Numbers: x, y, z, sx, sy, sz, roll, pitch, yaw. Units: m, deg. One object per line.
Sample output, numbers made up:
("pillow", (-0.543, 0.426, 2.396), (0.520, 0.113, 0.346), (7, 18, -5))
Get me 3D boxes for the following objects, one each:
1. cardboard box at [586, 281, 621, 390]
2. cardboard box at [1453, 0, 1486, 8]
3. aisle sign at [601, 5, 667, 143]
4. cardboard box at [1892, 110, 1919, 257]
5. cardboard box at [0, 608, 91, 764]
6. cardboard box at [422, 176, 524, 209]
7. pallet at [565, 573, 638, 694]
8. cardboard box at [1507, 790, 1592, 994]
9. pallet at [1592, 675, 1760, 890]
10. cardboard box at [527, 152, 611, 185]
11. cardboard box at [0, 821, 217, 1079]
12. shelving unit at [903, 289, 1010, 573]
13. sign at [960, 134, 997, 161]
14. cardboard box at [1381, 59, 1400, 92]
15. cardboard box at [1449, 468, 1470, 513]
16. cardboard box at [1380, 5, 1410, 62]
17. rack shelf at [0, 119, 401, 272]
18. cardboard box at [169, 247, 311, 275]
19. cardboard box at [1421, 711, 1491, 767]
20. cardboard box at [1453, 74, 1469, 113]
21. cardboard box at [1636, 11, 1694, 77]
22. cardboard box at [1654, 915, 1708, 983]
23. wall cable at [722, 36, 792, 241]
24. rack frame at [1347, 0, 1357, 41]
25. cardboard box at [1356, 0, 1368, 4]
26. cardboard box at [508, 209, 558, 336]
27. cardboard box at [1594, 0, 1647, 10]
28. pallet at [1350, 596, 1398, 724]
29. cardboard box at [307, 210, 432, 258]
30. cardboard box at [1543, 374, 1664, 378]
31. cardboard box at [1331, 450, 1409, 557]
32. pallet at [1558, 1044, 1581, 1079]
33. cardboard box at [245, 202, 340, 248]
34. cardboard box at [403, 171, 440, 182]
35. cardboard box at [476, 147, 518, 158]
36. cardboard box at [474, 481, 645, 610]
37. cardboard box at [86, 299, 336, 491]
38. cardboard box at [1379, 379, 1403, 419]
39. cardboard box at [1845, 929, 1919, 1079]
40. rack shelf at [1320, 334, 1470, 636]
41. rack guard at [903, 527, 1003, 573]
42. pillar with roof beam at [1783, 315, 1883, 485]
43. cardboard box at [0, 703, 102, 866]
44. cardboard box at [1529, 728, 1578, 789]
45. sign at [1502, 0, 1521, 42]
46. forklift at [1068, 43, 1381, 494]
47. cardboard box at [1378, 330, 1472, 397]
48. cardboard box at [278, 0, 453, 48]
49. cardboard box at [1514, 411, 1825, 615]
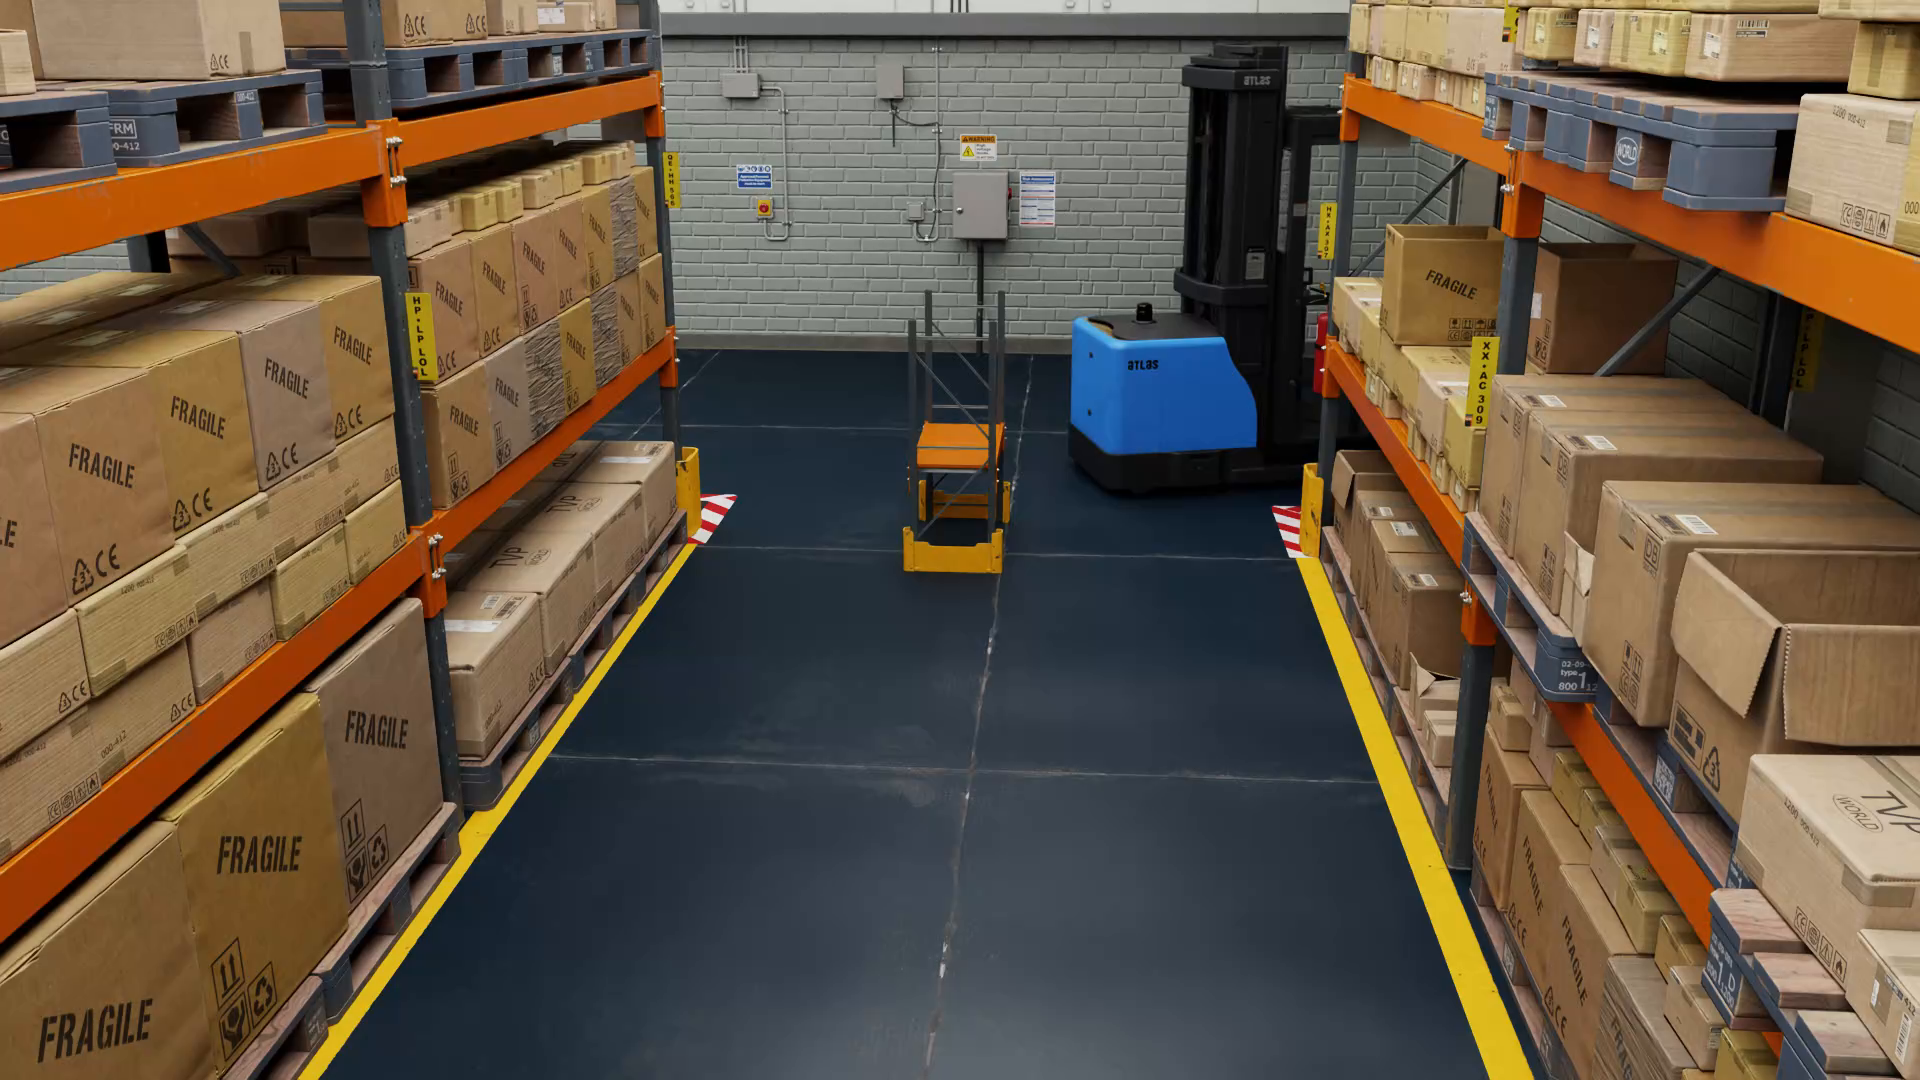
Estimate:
("cardboard box", (-2.106, -1.070, 8.710), (0.500, 0.500, 0.500), (2, 18, 6))
("cardboard box", (2.231, -2.195, 6.447), (0.500, 0.250, 0.500), (1, 18, 3))
("aisle sign", (-1.943, -2.744, 9.806), (0.394, 0.787, 0.004), (1, 18, 4))
("cardboard box", (1.950, -0.574, 2.782), (0.500, 0.250, 0.500), (1, 18, 4))
("cardboard box", (-2.462, 0.358, 3.952), (0.500, 0.250, 0.500), (1, 18, 4))
("cardboard box", (-2.221, -1.572, 7.596), (0.380, 0.149, 0.250), (1, 18, 4))
("pallet", (-2.327, 0.460, 8.682), (1.003, 0.211, 1.213), (1, 18, 4))
("cardboard box", (2.120, 1.157, 5.413), (0.500, 0.500, 0.500), (1, 18, 3))
("pallet", (2.255, 0.588, 4.120), (1.003, 0.211, 1.213), (1, 18, 4))
("cardboard box", (-2.071, -1.970, 8.809), (0.380, 0.149, 0.250), (2, 18, 5))
("cardboard box", (-2.630, 1.312, 4.341), (0.875, 0.875, 0.875), (2, 18, 5))
("shelving unit", (-0.005, -0.689, 10.117), (0.587, 1.500, 1.083), (1, 18, 4))
("sign", (0.168, -3.611, 15.300), (0.339, 0.242, 0.001), (1, 18, 4))
("cardboard box", (2.279, -2.278, 8.145), (0.380, 0.149, 0.250), (1, 18, 4))
("cardboard box", (2.175, -0.208, 6.645), (0.380, 0.149, 0.250), (2, 18, 5))
("cardboard box", (2.325, -2.431, 7.970), (0.500, 0.250, 0.500), (1, 18, 2))
("rack shelf", (-2.687, -0.714, 4.122), (1.077, 0.370, 4.000), (1, 18, 4))
("cardboard box", (-2.786, -0.927, 6.667), (0.500, 0.500, 0.500), (1, 18, 3))
("cardboard box", (2.154, 0.834, 6.965), (0.380, 0.149, 0.250), (1, 18, 2))
("cardboard box", (2.209, -1.801, 6.689), (0.380, 0.149, 0.250), (1, 18, 4))
("cardboard box", (1.891, -1.215, 4.065), (0.380, 0.149, 0.250), (2, 18, 5))
("cardboard box", (2.095, 1.135, 4.439), (0.380, 0.149, 0.250), (1, 18, 4))
("wall cable", (-1.876, -3.743, 15.347), (0.585, 1.953, 0.123), (1, 18, 4))
("rack frame", (2.694, -4.235, 8.895), (1.000, 3.000, 0.127), (1, 18, 4))
("cardboard box", (2.412, -2.985, 8.858), (0.500, 0.250, 0.500), (1, 18, 3))
("cardboard box", (-2.178, -1.232, 7.599), (0.500, 0.500, 0.500), (2, 18, 5))
("cardboard box", (1.948, -1.510, 4.489), (0.380, 0.149, 0.250), (1, 18, 3))
("pallet", (2.542, 0.590, 8.283), (1.003, 0.211, 1.213), (1, 18, 4))
("cardboard box", (-2.262, -1.174, 6.382), (0.380, 0.149, 0.250), (1, 18, 3))
("cardboard box", (2.741, -0.515, 6.942), (0.500, 0.250, 0.500), (1, 18, 3))
("cardboard box", (2.556, -0.209, 9.579), (0.797, 0.503, 0.637), (1, 18, 2))
("pallet", (2.302, 1.817, 4.539), (1.003, 0.211, 1.213), (1, 18, 4))
("cardboard box", (-2.712, -1.264, 6.657), (0.380, 0.149, 0.250), (2, 18, 5))
("cardboard box", (-2.682, -1.657, 7.855), (0.380, 0.149, 0.250), (1, 18, 4))
("cardboard box", (-2.640, -2.059, 9.082), (0.380, 0.149, 0.250), (2, 18, 6))
("cardboard box", (-2.262, 0.016, 8.997), (0.875, 0.438, 0.875), (2, 18, 5))
("cardboard box", (-2.355, -0.469, 5.270), (0.500, 0.500, 0.500), (2, 18, 5))
("cardboard box", (2.256, -0.687, 8.107), (0.380, 0.149, 0.250), (2, 18, 5))
("cardboard box", (1.785, 0.808, 2.869), (0.380, 0.149, 0.250), (2, 18, 5))
("rack shelf", (2.551, -0.421, 8.046), (1.077, 0.370, 4.000), (1, 18, 4))
("rack guard", (-0.041, 0.060, 9.840), (0.587, 0.250, 0.087), (1, 18, 4))
("pillar with roof beam", (-0.938, -3.285, 5.996), (9.100, 9.000, 0.400), (1, 18, 4))
("cardboard box", (-2.482, 0.593, 4.036), (0.500, 0.250, 0.500), (2, 18, 6))
("cardboard box", (2.173, 0.732, 5.671), (0.380, 0.149, 0.250), (1, 18, 2))
("sign", (1.866, -1.822, 5.520), (0.100, 0.325, 0.005), (1, 18, 4))
("forklift", (2.360, -1.919, 11.573), (3.031, 2.935, 1.130), (-4, 19, -12))
("cardboard box", (2.308, -0.846, 7.950), (0.500, 0.250, 0.500), (1, 18, 2))
("cardboard box", (-2.292, -2.149, 6.352), (0.500, 0.500, 0.500), (2, 18, 5))
("cardboard box", (2.112, -0.083, 5.023), (0.700, 0.500, 0.500), (1, 18, 5))
